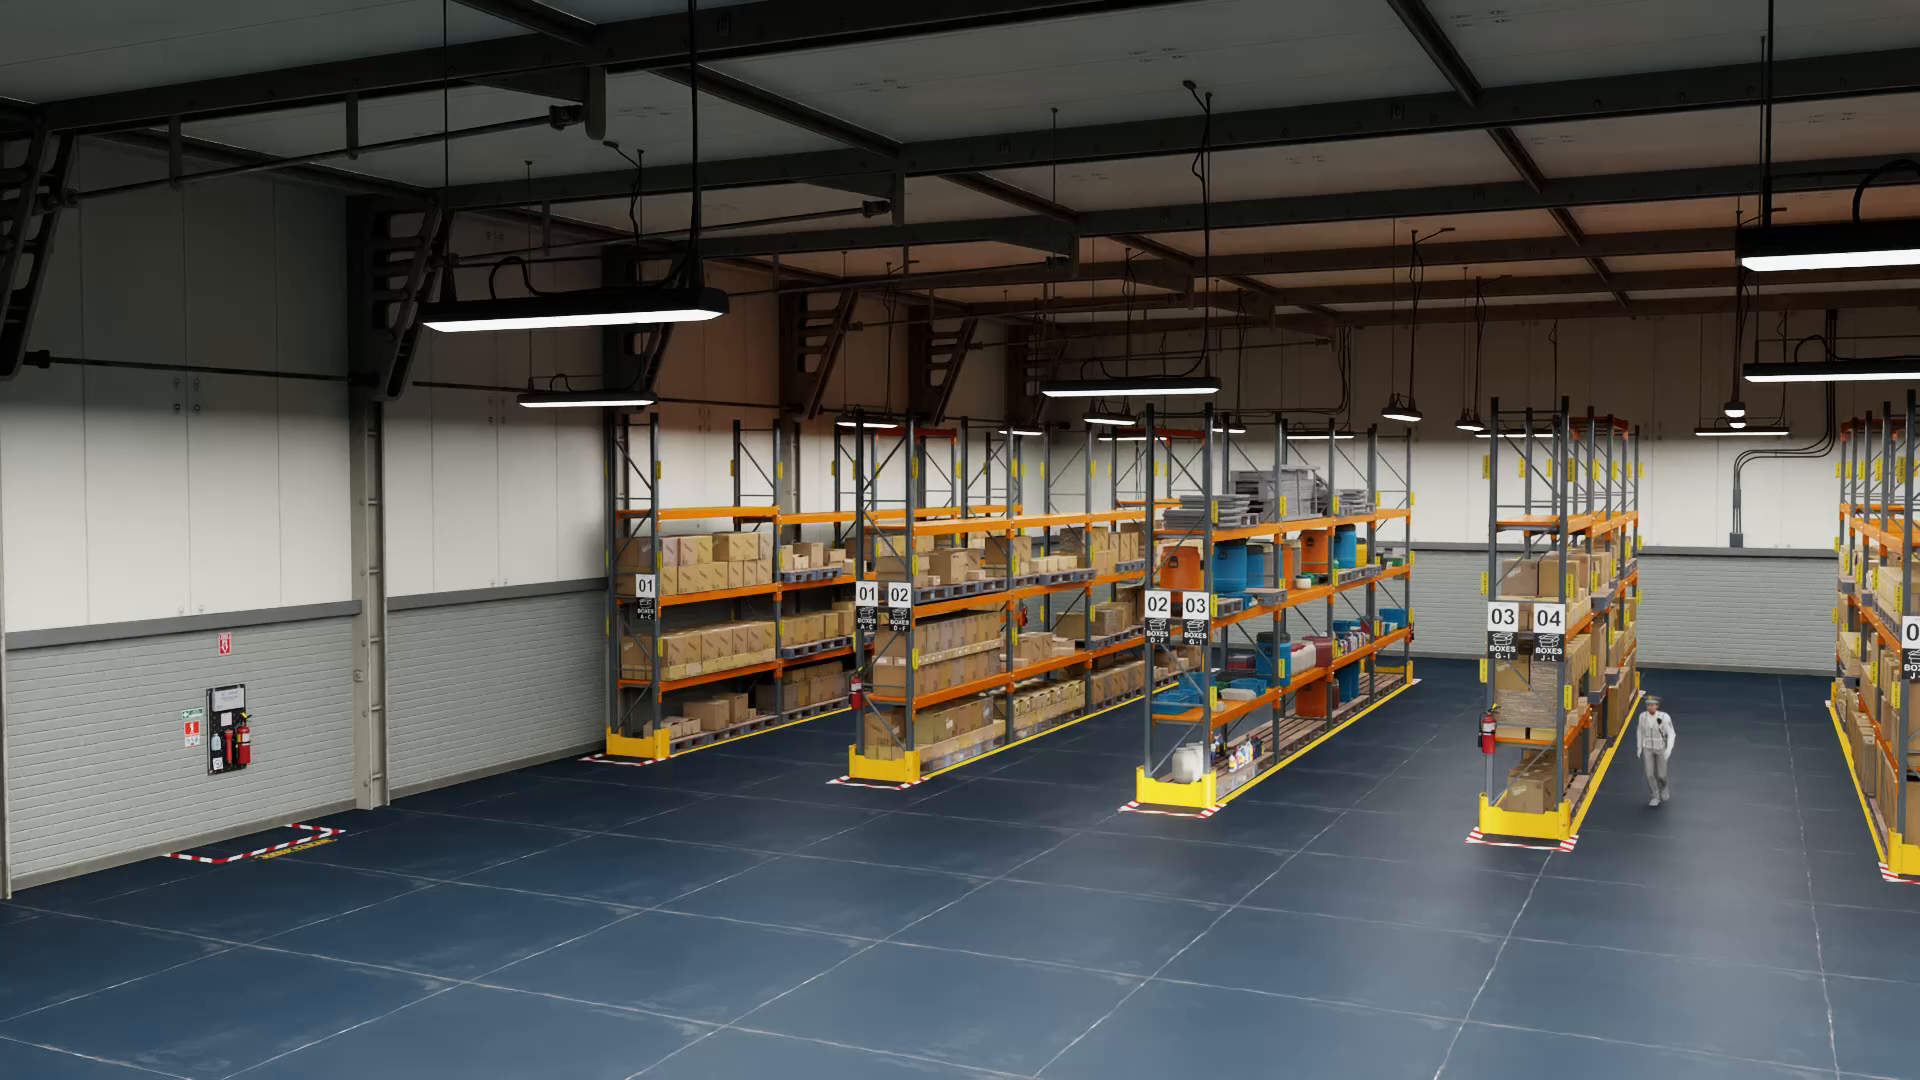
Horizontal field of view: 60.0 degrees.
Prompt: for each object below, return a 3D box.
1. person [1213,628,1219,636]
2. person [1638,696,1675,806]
[{"bbox_3d":[6.219,2.418,42.356,0.623,1.770,0.652,2,3,39],"label":"person"},{"bbox_3d":[10.451,3.133,24.936,0.550,1.655,0.582,2,3,38],"label":"person"}]
